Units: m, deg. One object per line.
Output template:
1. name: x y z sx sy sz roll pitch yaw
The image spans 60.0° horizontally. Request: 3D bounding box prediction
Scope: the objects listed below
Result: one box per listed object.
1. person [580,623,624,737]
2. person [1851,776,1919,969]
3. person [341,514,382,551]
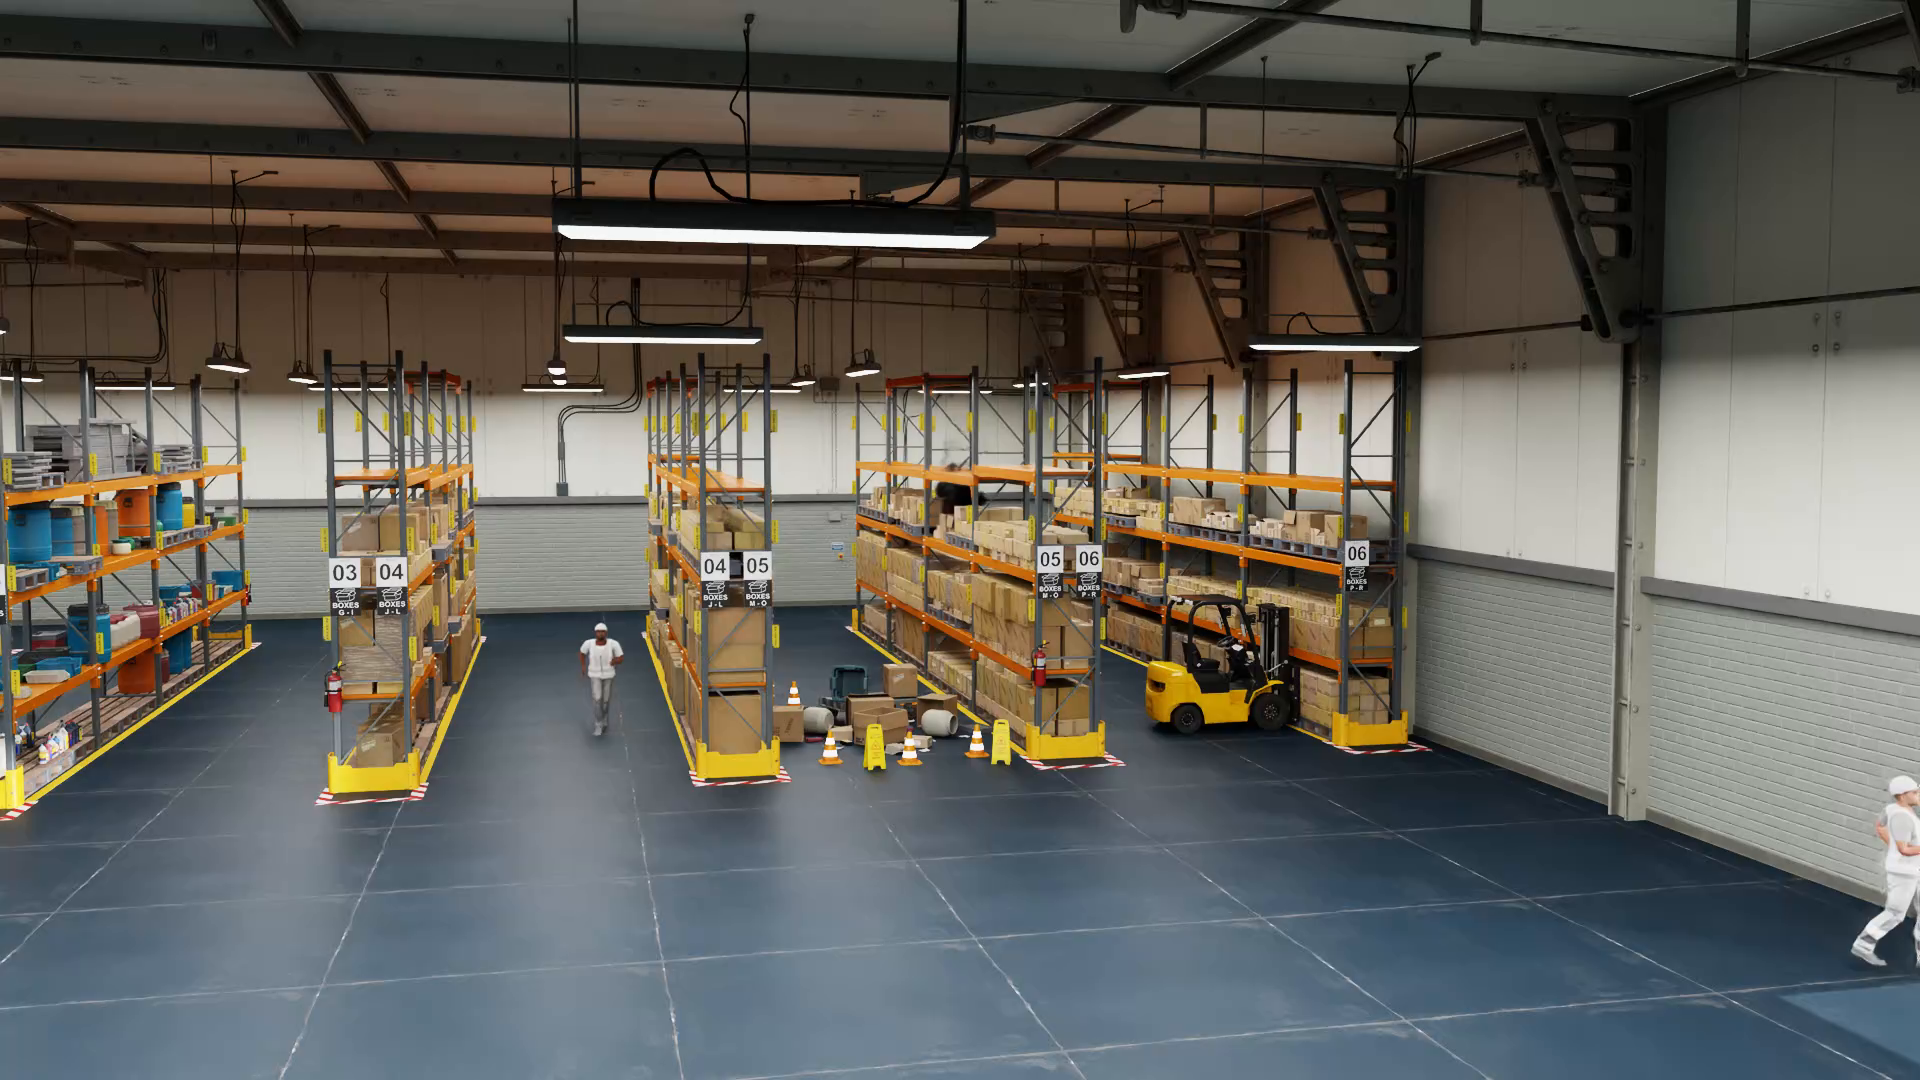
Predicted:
1. person: -5.807 2.247 27.025 0.681 1.816 0.789 -1 4 -18
2. person: 8.551 3.039 15.042 0.776 1.819 0.640 3 5 37
3. person: -7.621 0.901 32.332 5.500 3.681 16.319 -1 4 -10
